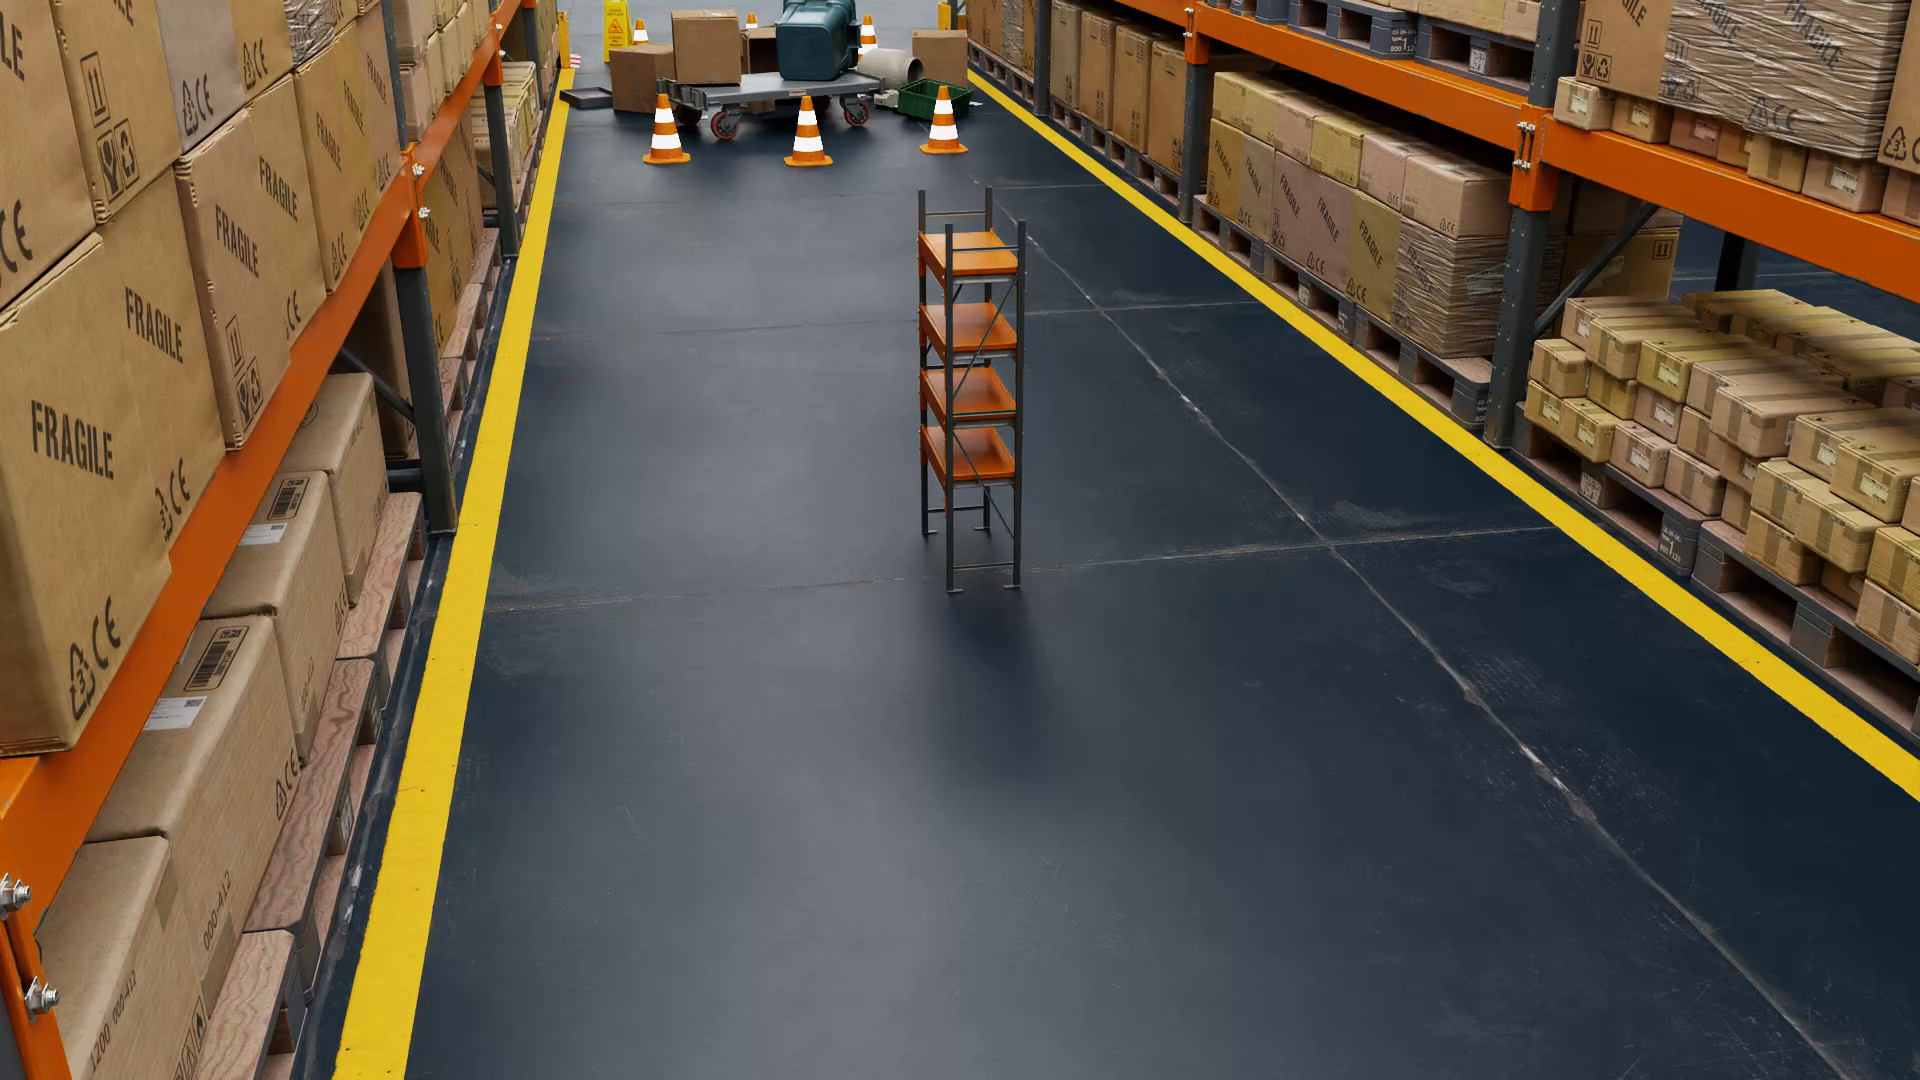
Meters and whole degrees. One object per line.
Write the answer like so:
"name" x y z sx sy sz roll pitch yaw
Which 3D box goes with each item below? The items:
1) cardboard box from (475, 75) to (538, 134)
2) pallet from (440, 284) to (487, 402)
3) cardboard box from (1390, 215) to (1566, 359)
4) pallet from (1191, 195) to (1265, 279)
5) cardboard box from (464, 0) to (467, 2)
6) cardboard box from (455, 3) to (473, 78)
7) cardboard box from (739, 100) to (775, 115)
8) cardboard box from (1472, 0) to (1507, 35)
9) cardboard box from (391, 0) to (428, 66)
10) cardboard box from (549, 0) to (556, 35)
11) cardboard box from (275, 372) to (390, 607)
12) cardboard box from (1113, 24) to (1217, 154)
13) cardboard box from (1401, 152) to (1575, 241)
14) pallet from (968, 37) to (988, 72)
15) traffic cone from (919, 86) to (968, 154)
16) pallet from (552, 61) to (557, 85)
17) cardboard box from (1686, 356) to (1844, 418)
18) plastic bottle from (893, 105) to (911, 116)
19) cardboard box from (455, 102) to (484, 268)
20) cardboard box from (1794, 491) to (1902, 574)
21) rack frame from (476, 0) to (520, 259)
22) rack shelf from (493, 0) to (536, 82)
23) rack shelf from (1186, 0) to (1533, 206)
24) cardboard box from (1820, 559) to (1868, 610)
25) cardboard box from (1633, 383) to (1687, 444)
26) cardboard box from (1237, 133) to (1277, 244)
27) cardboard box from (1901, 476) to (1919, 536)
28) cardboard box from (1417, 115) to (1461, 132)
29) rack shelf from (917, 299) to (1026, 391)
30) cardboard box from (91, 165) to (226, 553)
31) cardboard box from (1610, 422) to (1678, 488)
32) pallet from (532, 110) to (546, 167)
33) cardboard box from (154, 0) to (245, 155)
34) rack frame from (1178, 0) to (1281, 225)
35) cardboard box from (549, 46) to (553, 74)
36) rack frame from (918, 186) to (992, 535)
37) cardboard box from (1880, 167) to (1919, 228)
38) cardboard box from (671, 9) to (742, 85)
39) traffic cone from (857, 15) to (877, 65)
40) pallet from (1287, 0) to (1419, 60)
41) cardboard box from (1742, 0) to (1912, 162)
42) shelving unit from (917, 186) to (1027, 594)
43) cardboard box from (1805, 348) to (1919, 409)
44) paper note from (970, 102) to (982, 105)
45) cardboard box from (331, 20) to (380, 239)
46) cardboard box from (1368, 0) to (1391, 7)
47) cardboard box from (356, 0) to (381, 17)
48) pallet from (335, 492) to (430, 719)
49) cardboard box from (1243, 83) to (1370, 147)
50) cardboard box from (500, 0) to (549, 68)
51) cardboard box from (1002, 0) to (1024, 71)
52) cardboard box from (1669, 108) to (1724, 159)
"cardboard box" -3.499 -3.023 11.683 0.950 0.372 0.625 -3 24 -6
"pallet" -2.701 -0.878 7.496 1.003 0.211 1.213 -4 24 -10
"cardboard box" 2.206 -1.102 7.125 0.500 0.500 0.500 -5 24 -11
"pallet" 1.994 -1.771 9.541 1.003 0.211 1.213 -4 24 -10
"cardboard box" -2.443 -2.538 7.375 0.500 0.250 0.500 -5 24 -11
"cardboard box" -2.337 -2.104 7.008 0.500 0.250 0.500 -5 24 -11
"cardboard box" -1.776 -3.750 14.004 0.396 0.266 0.258 18 29 36
"cardboard box" 2.273 -2.104 6.609 0.380 0.149 0.250 -4 24 -9
"cardboard box" -2.060 -1.731 5.529 0.500 0.250 0.500 -5 24 -11
"cardboard box" -3.970 -4.872 15.132 0.500 0.500 0.500 -3 24 -8
"cardboard box" -2.245 -0.140 5.000 0.875 0.438 0.875 -5 24 -11
"cardboard box" 1.661 -3.108 11.404 1.050 0.750 0.750 -4 24 -9
"cardboard box" 2.204 -1.448 6.979 0.500 0.250 0.500 -5 24 -11
"pallet" 0.596 -4.916 16.743 1.003 0.211 1.213 -4 24 -10
"traffic cone" -0.125 -3.128 12.334 0.336 0.463 0.334 -4 24 -10
"pallet" -4.345 -4.467 15.714 1.003 0.211 1.213 -4 24 -10
"cardboard box" 2.609 -0.481 5.398 0.380 0.149 0.250 -5 24 -11
"plastic bottle" -0.423 -3.580 13.871 0.133 0.061 0.283 -19 30 -37
"cardboard box" -2.949 -1.891 8.462 0.875 0.875 0.875 -5 24 -10
"cardboard box" 2.638 -0.034 4.745 0.380 0.149 0.250 -4 24 -9
"rack frame" -2.995 -2.950 8.757 1.000 3.000 0.127 -4 24 -10
"rack shelf" -3.365 -3.407 10.702 1.077 0.370 4.000 -4 24 -10
"rack shelf" 2.220 -2.240 8.030 1.077 0.370 4.000 -4 24 -10
"cardboard box" 2.745 0.103 4.804 0.380 0.149 0.250 -4 24 -8
"cardboard box" 2.558 -0.453 5.705 0.380 0.149 0.250 -4 24 -10
"cardboard box" 1.827 -1.909 8.971 0.500 0.500 0.500 -4 24 -9
"cardboard box" 2.790 -0.073 4.464 0.380 0.149 0.250 -5 24 -12
"cardboard box" 2.522 -1.894 8.000 0.500 0.250 0.500 -3 24 -8
"rack shelf" 0.031 -0.628 5.298 0.258 0.148 0.480 -4 24 -10
"cardboard box" -1.444 -0.256 2.464 0.500 0.500 0.500 -5 24 -11
"cardboard box" 2.488 -0.303 5.734 0.380 0.149 0.250 -4 24 -10
"pallet" -3.590 -2.940 12.217 1.003 0.211 1.213 -4 24 -10
"cardboard box" -1.530 -0.922 2.739 0.500 0.500 0.500 -4 24 -10
"rack frame" 1.851 -3.356 9.687 1.000 3.000 0.127 -4 24 -10
"cardboard box" -3.789 -4.126 14.359 0.500 0.250 0.500 -5 24 -10
"rack frame" -0.015 -0.581 5.581 0.240 1.200 0.015 -4 24 -10
"cardboard box" 2.708 -0.916 4.413 0.380 0.149 0.250 -3 24 -8
"cardboard box" -1.991 -3.869 13.037 0.500 0.500 0.500 -4 24 -10
"traffic cone" -0.926 -5.026 16.681 0.336 0.463 0.334 -4 24 -10
"pallet" 2.257 -2.493 7.950 1.003 0.211 1.213 -4 24 -10
"cardboard box" 2.591 -1.357 4.612 0.500 0.500 0.500 -5 24 -11
"shelving unit" 0.031 -0.485 5.361 0.258 1.200 0.503 -4 24 -10
"cardboard box" 3.022 -0.518 5.483 0.380 0.149 0.250 -4 24 -8
"paper note" 0.097 -3.767 14.336 0.142 0.020 0.147 18 29 36
"cardboard box" -1.818 -1.057 4.298 0.500 0.500 0.500 -5 24 -11
"cardboard box" 2.078 -2.514 7.548 0.380 0.149 0.250 -3 24 -7
"cardboard box" -1.897 -1.716 4.557 0.500 0.500 0.500 -5 24 -10
"pallet" -2.192 0.206 5.015 1.003 0.211 1.213 -4 24 -10
"cardboard box" 1.834 -2.258 8.835 0.500 0.250 0.500 -5 24 -10
"cardboard box" -3.579 -4.052 13.253 0.500 0.500 0.500 -3 24 -7
"cardboard box" 0.893 -4.755 15.020 0.875 0.875 0.875 -4 24 -9
"cardboard box" 2.543 -1.335 5.373 0.380 0.149 0.250 -5 24 -12
